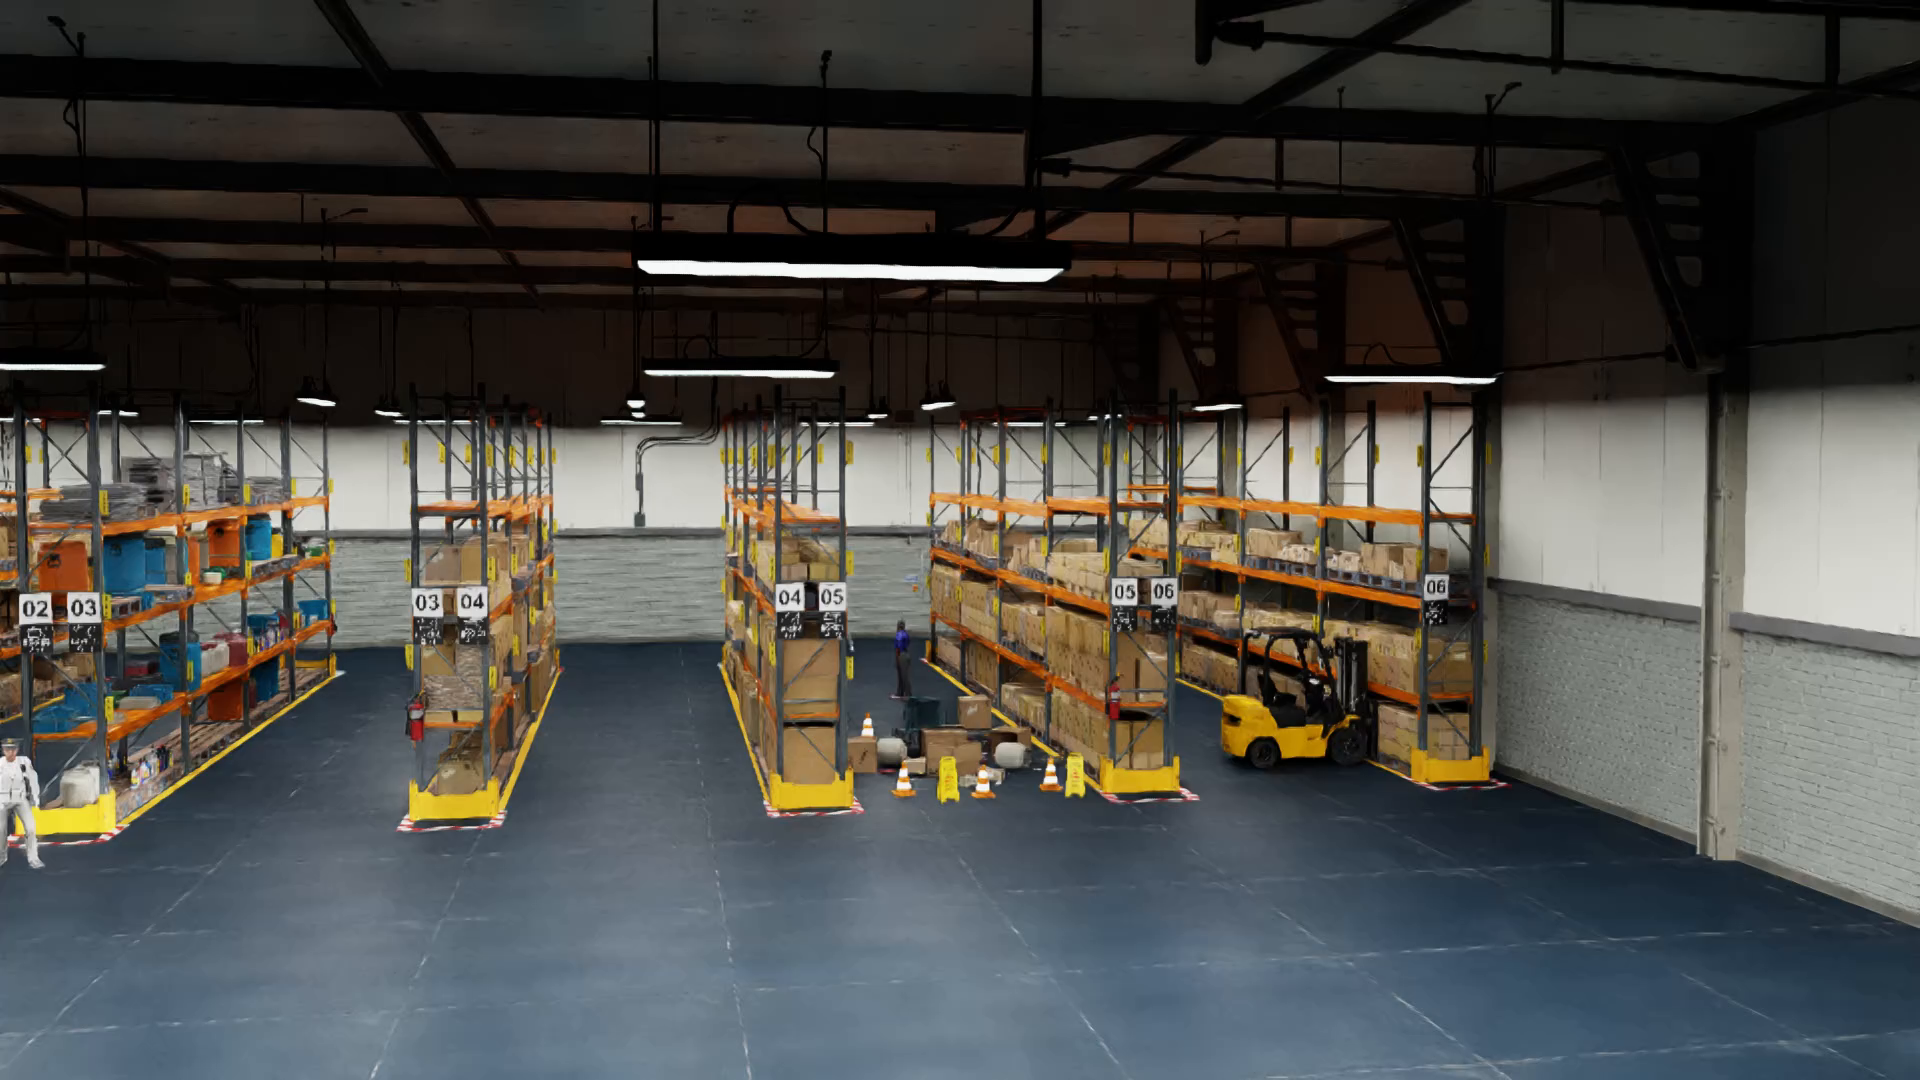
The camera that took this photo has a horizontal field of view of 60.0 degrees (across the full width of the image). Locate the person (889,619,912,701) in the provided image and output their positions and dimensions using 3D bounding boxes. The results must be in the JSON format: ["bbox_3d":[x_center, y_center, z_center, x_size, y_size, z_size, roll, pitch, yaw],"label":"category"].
[{"bbox_3d":[-1.207,2.496,33.968,0.558,1.539,0.572,1,3,14],"label":"person"}]

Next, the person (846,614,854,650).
[{"bbox_3d":[-2.989,2.160,42.653,0.555,1.367,0.460,-2,4,-41],"label":"person"}]

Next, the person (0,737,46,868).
[{"bbox_3d":[-11.475,3.166,20.149,0.638,1.615,0.774,-2,3,-31],"label":"person"}]
